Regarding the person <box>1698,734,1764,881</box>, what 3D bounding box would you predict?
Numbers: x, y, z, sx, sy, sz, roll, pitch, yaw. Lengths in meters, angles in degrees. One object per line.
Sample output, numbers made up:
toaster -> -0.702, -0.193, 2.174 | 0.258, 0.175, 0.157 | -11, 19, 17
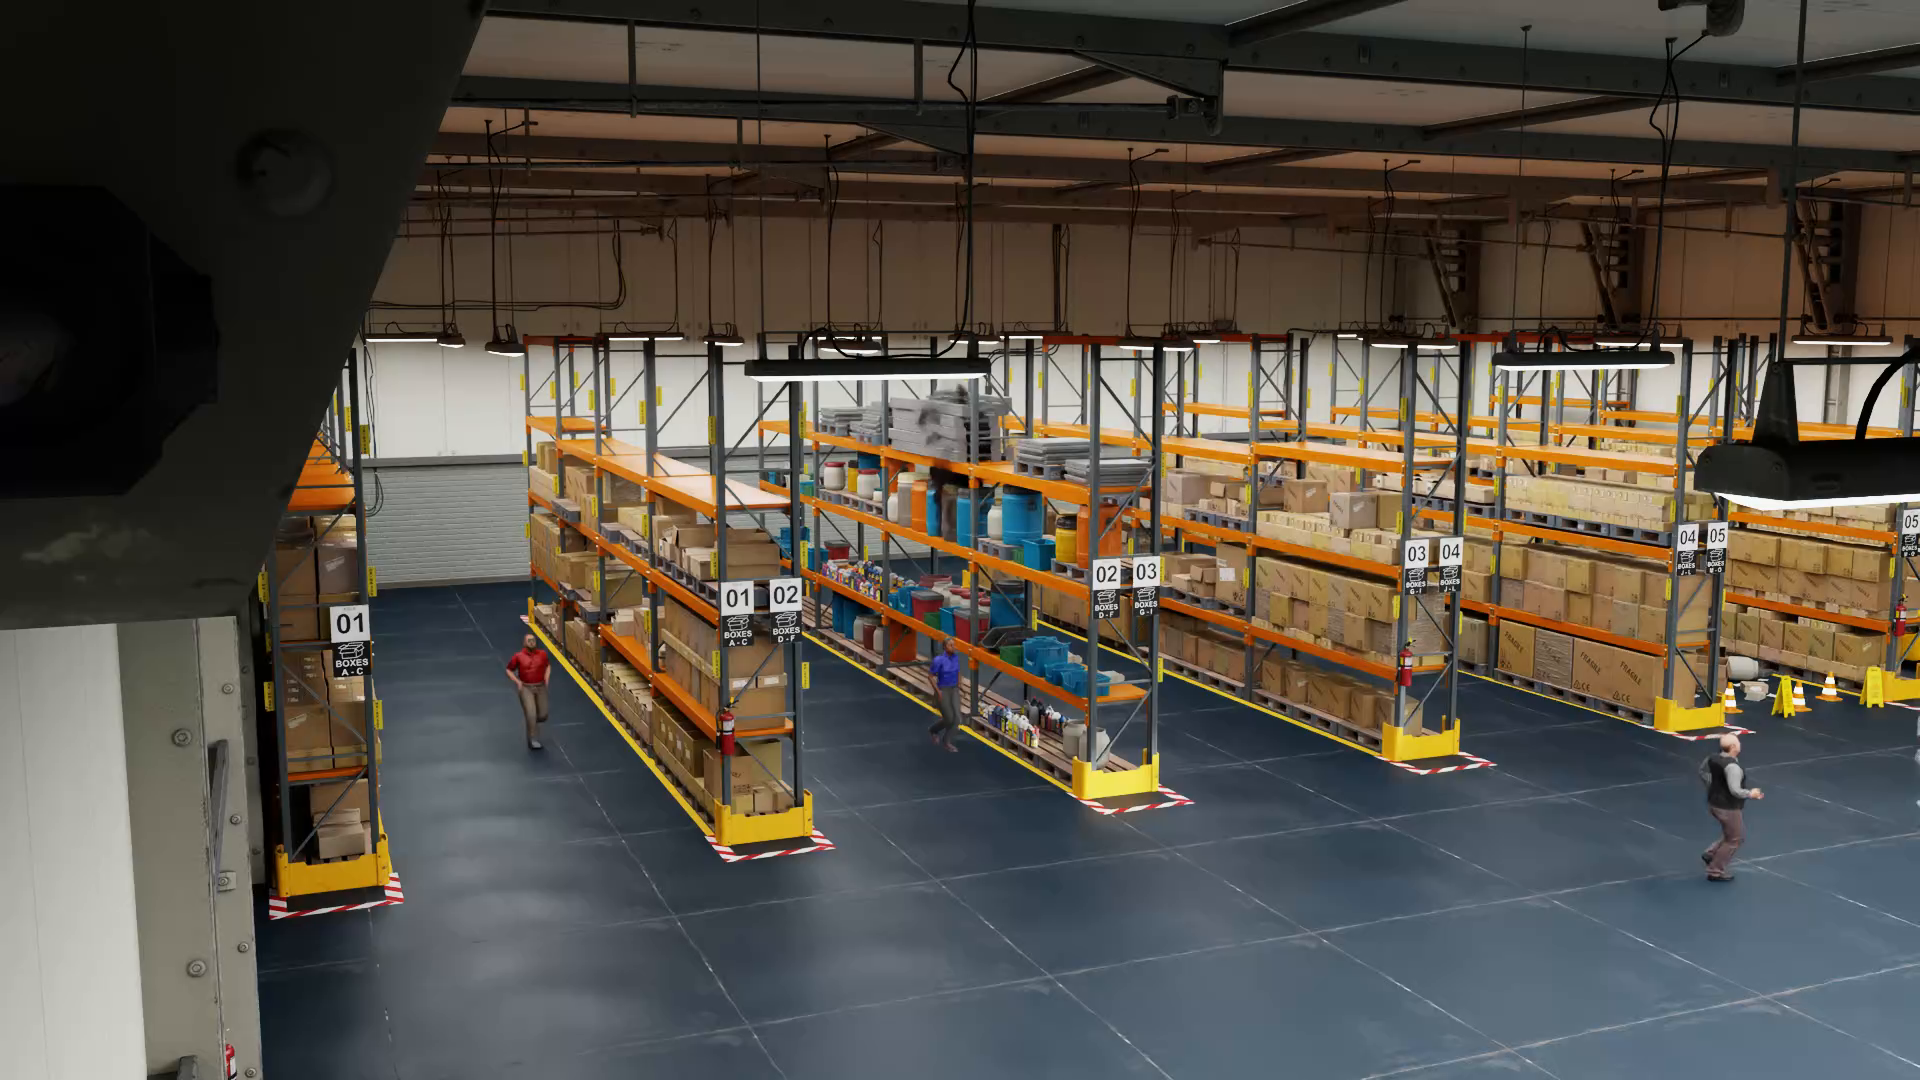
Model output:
person -> 8.709, 3.014, 18.757 | 0.569, 1.683, 0.668 | 0, 8, 1

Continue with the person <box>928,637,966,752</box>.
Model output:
person -> -0.206, 2.151, 23.389 | 0.561, 1.623, 0.515 | -6, 10, -38

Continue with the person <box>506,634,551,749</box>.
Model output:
person -> -6.383, 2.220, 24.716 | 0.666, 1.676, 0.685 | -5, 9, -32
